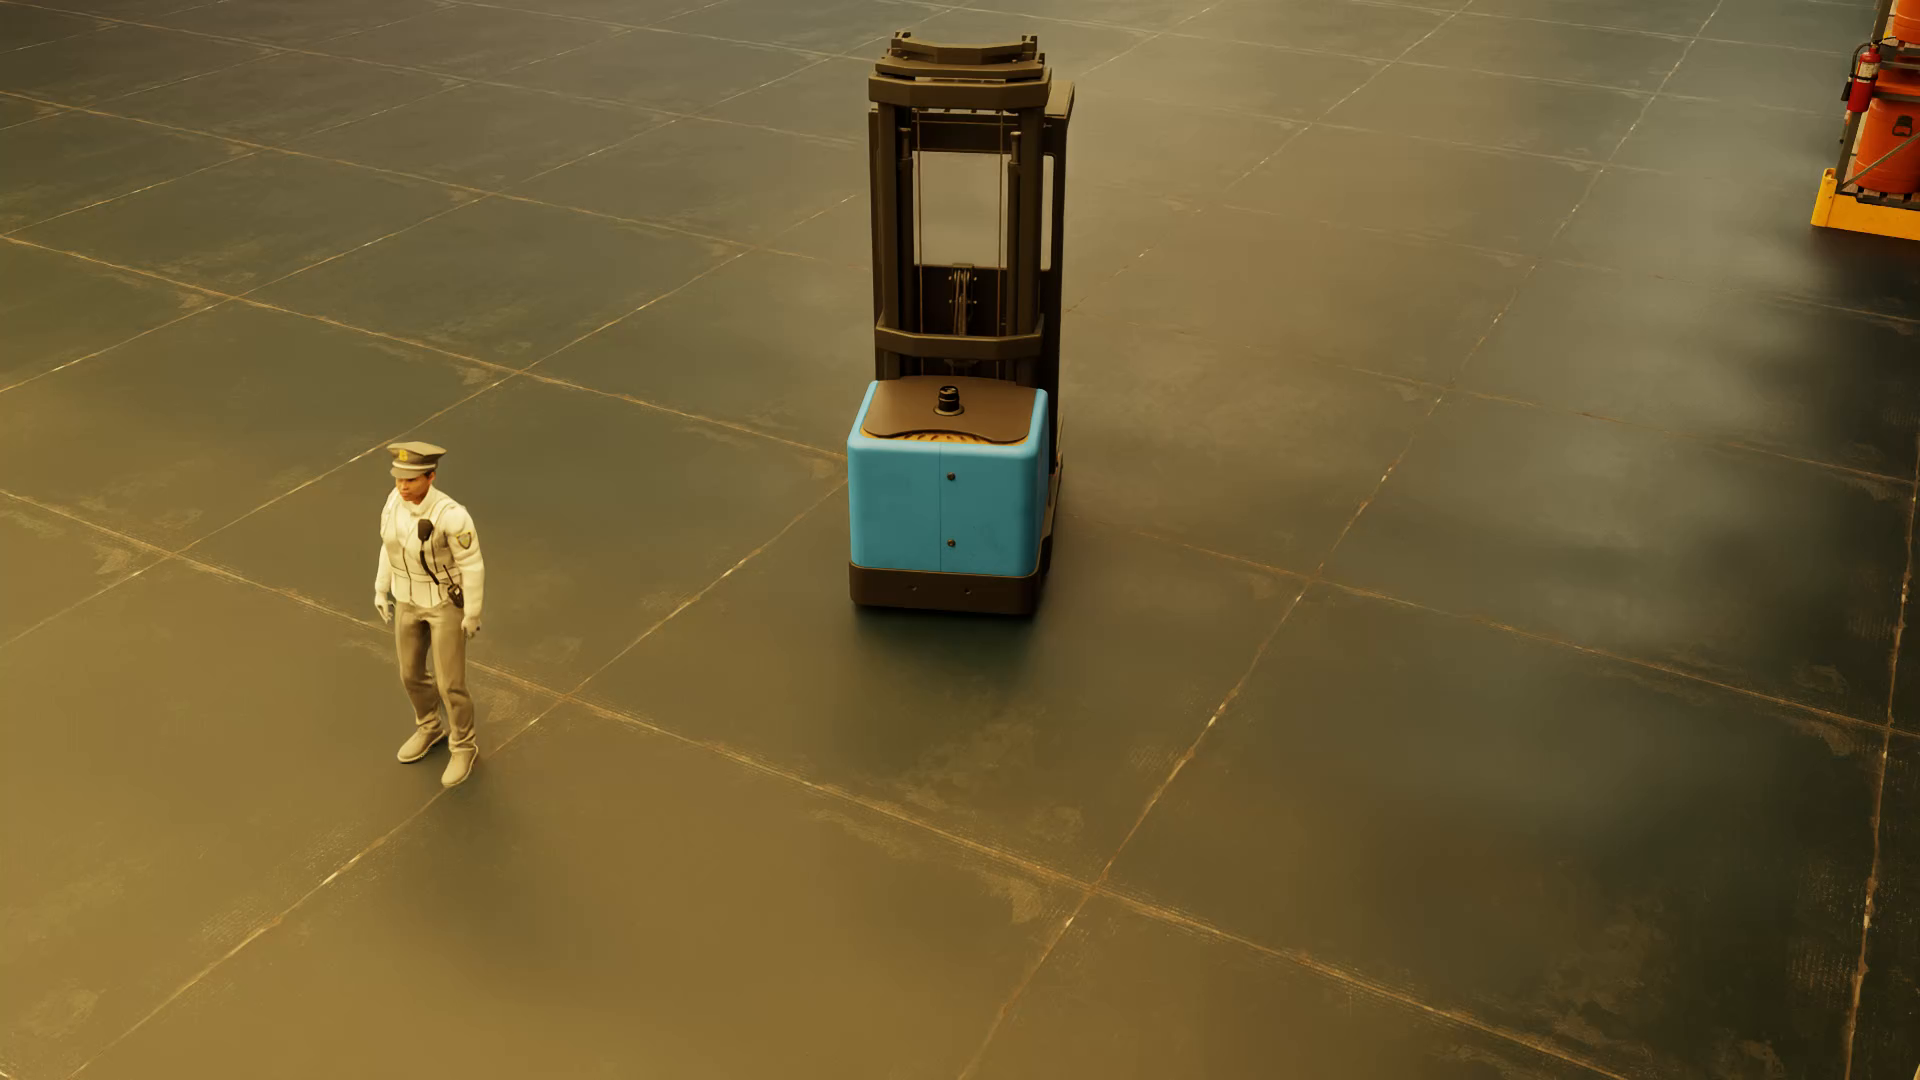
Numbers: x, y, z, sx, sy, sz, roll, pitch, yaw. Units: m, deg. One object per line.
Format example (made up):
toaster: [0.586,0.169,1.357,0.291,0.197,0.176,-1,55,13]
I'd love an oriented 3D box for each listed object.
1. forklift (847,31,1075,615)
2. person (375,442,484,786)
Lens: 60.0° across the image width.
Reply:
forklift: [0.072,-1.572,9.794,1.130,2.935,3.031,3,30,6]
person: [-2.504,0.327,7.774,0.568,1.712,0.449,13,32,21]
